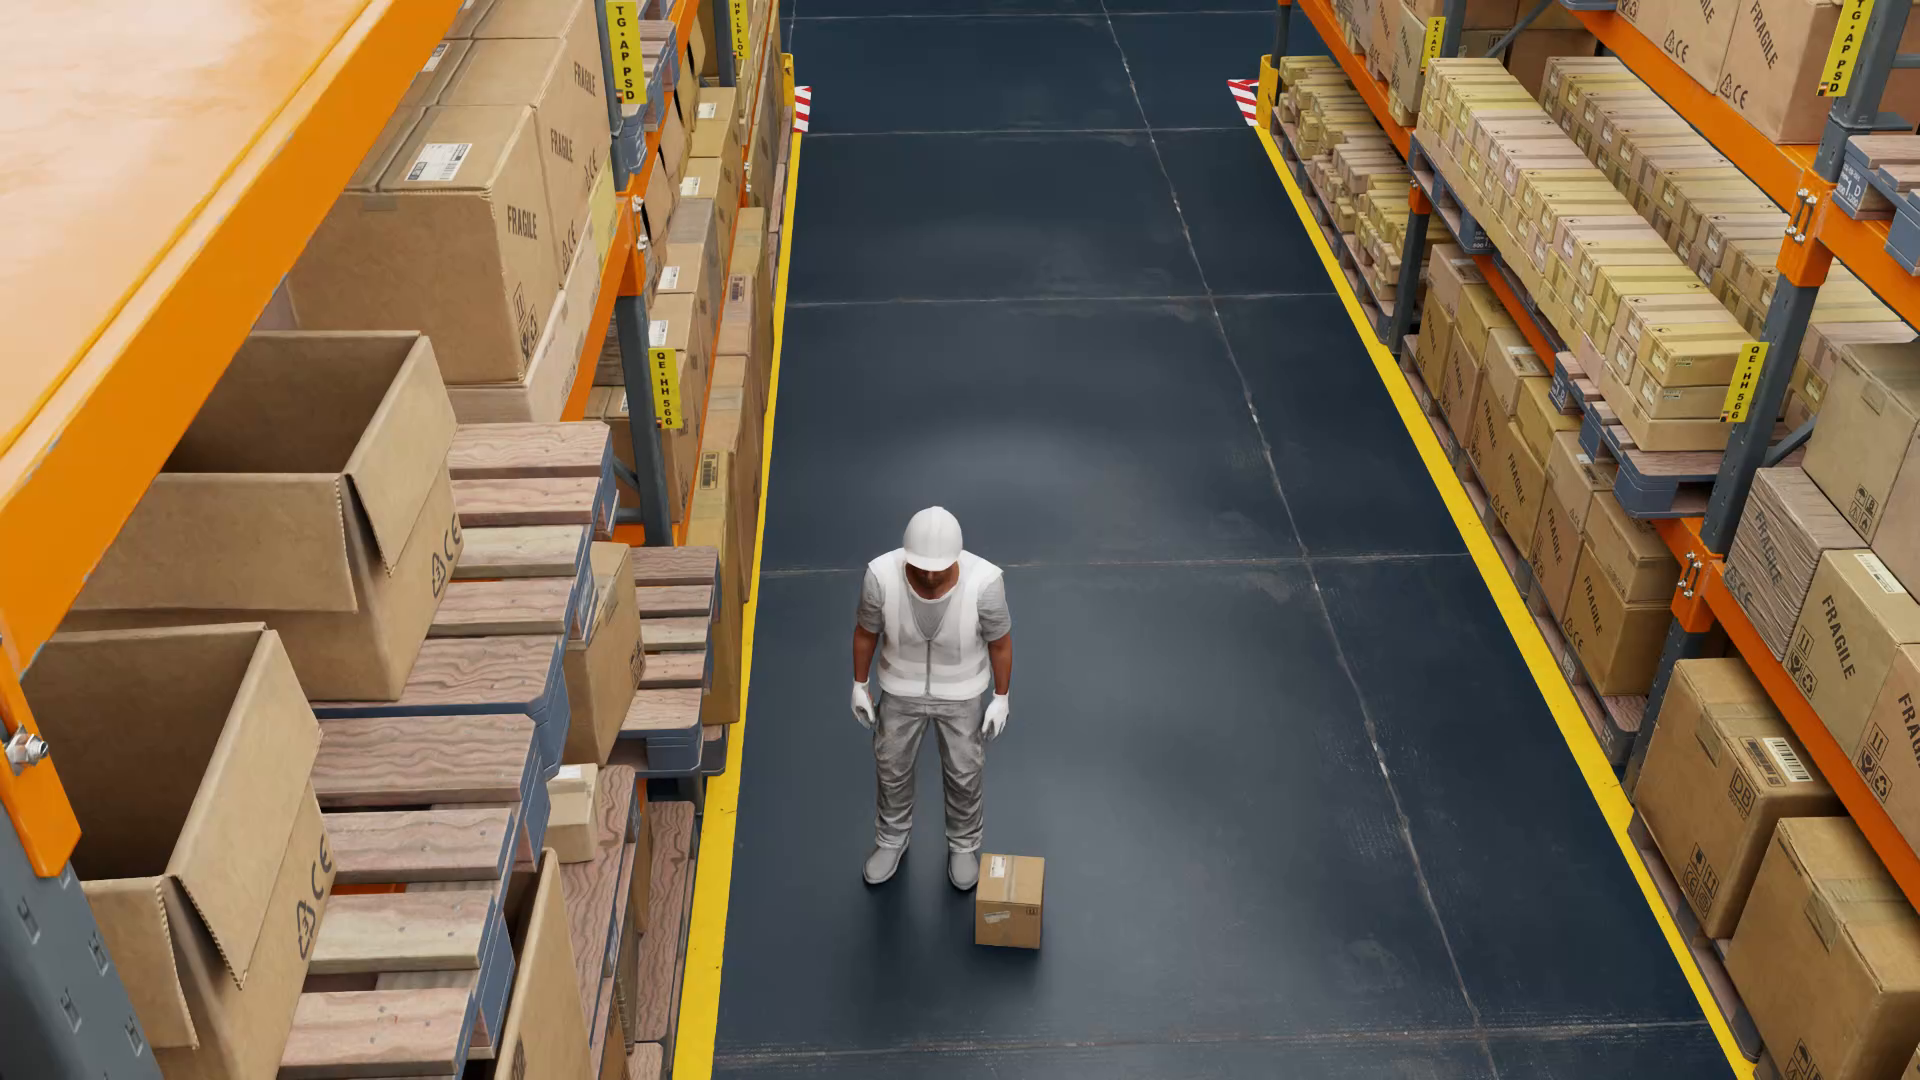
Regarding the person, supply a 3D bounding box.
[{"bbox_3d":[-0.112,0.592,6.340,0.614,1.773,0.449,4,35,5],"label":"person"}]
